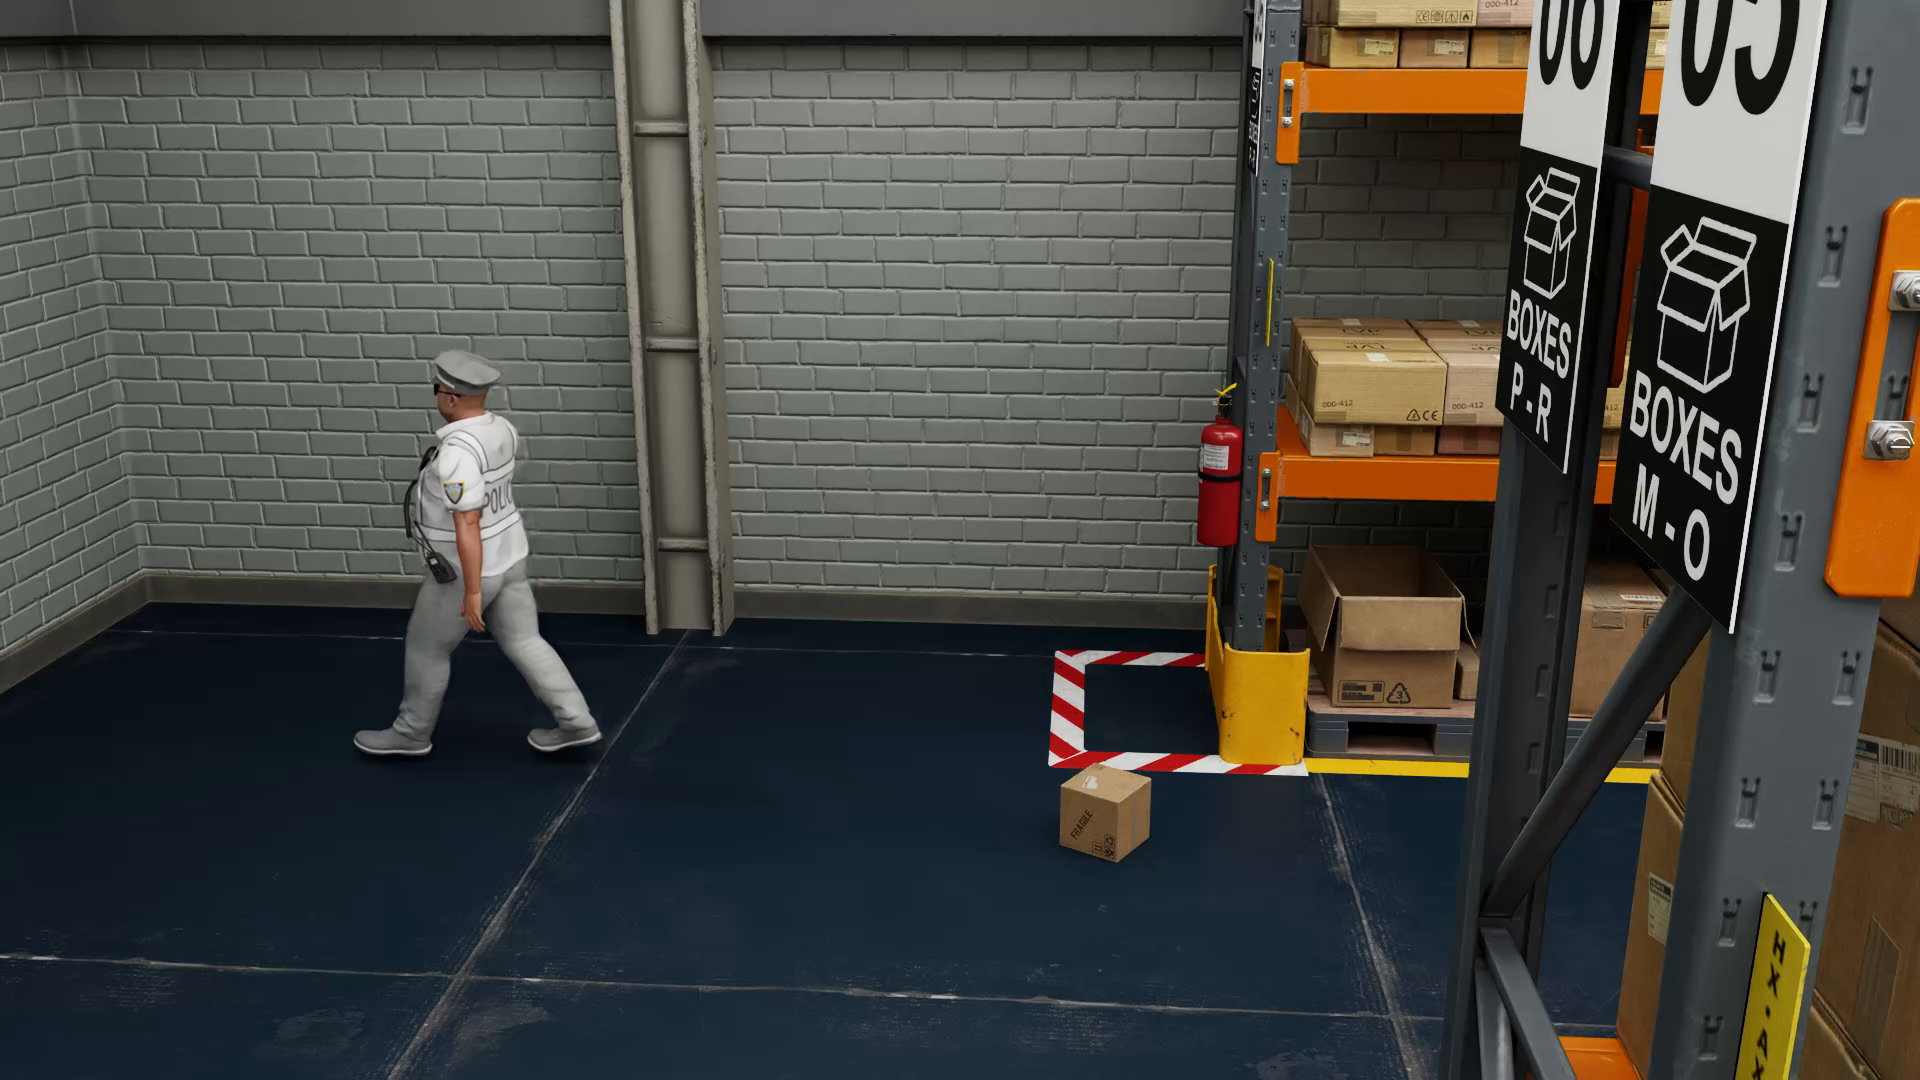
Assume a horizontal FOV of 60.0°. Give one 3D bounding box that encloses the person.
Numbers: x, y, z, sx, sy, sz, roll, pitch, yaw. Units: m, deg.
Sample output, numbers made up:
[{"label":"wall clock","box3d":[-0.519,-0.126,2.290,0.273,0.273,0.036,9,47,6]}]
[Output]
[{"label":"person","box3d":[-2.018,0.066,6.779,1.040,1.722,0.564,5,18,14]}]
